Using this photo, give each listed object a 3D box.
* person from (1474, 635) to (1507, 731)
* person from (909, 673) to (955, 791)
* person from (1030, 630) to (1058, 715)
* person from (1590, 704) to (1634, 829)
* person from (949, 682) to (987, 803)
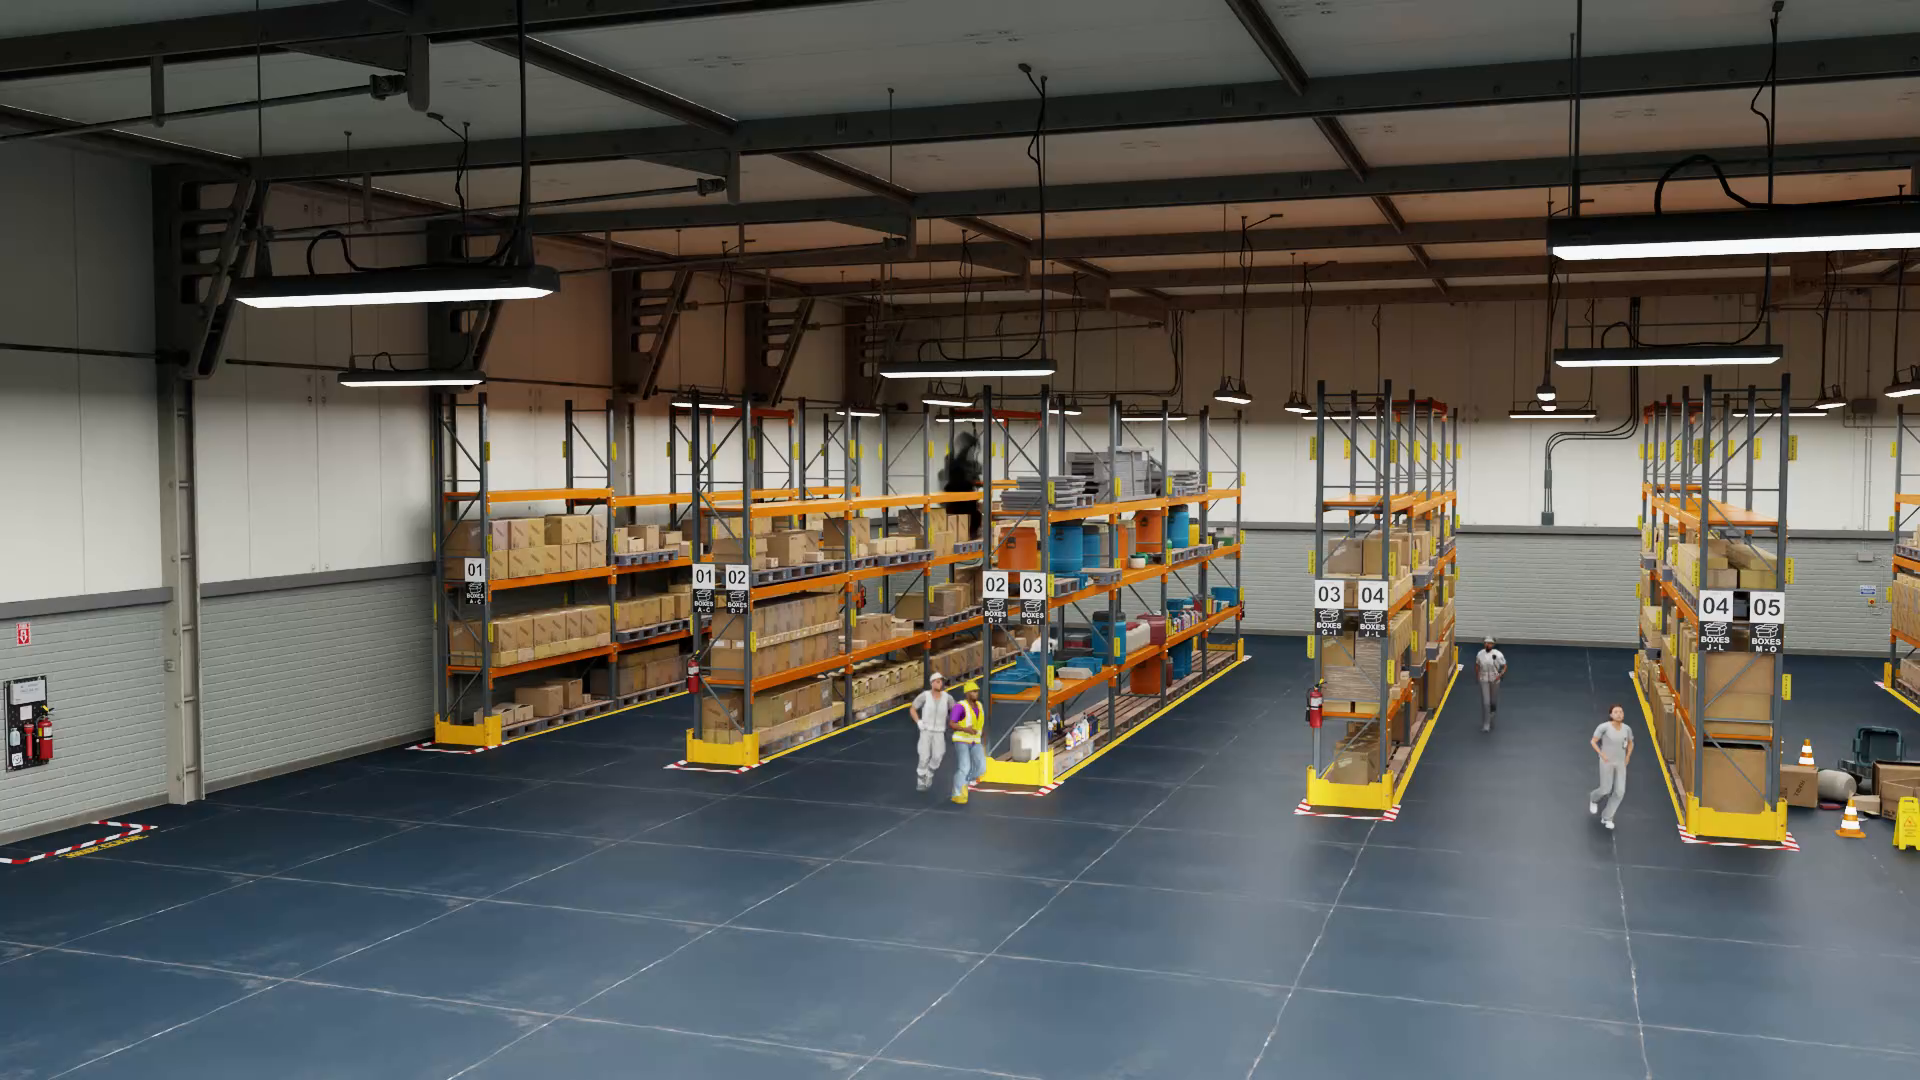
[{"bbox_3d":[9.612,2.565,30.122,0.580,1.715,0.755,1,3,24],"label":"person"},{"bbox_3d":[-0.370,2.825,24.452,0.733,1.738,0.512,-1,3,-11],"label":"person"},{"bbox_3d":[1.613,2.459,31.712,0.612,1.653,0.894,1,3,15],"label":"person"},{"bbox_3d":[8.761,3.013,22.317,0.585,1.642,0.571,0,3,1],"label":"person"},{"bbox_3d":[0.177,2.879,23.684,0.742,1.708,0.593,-2,4,-39],"label":"person"}]
